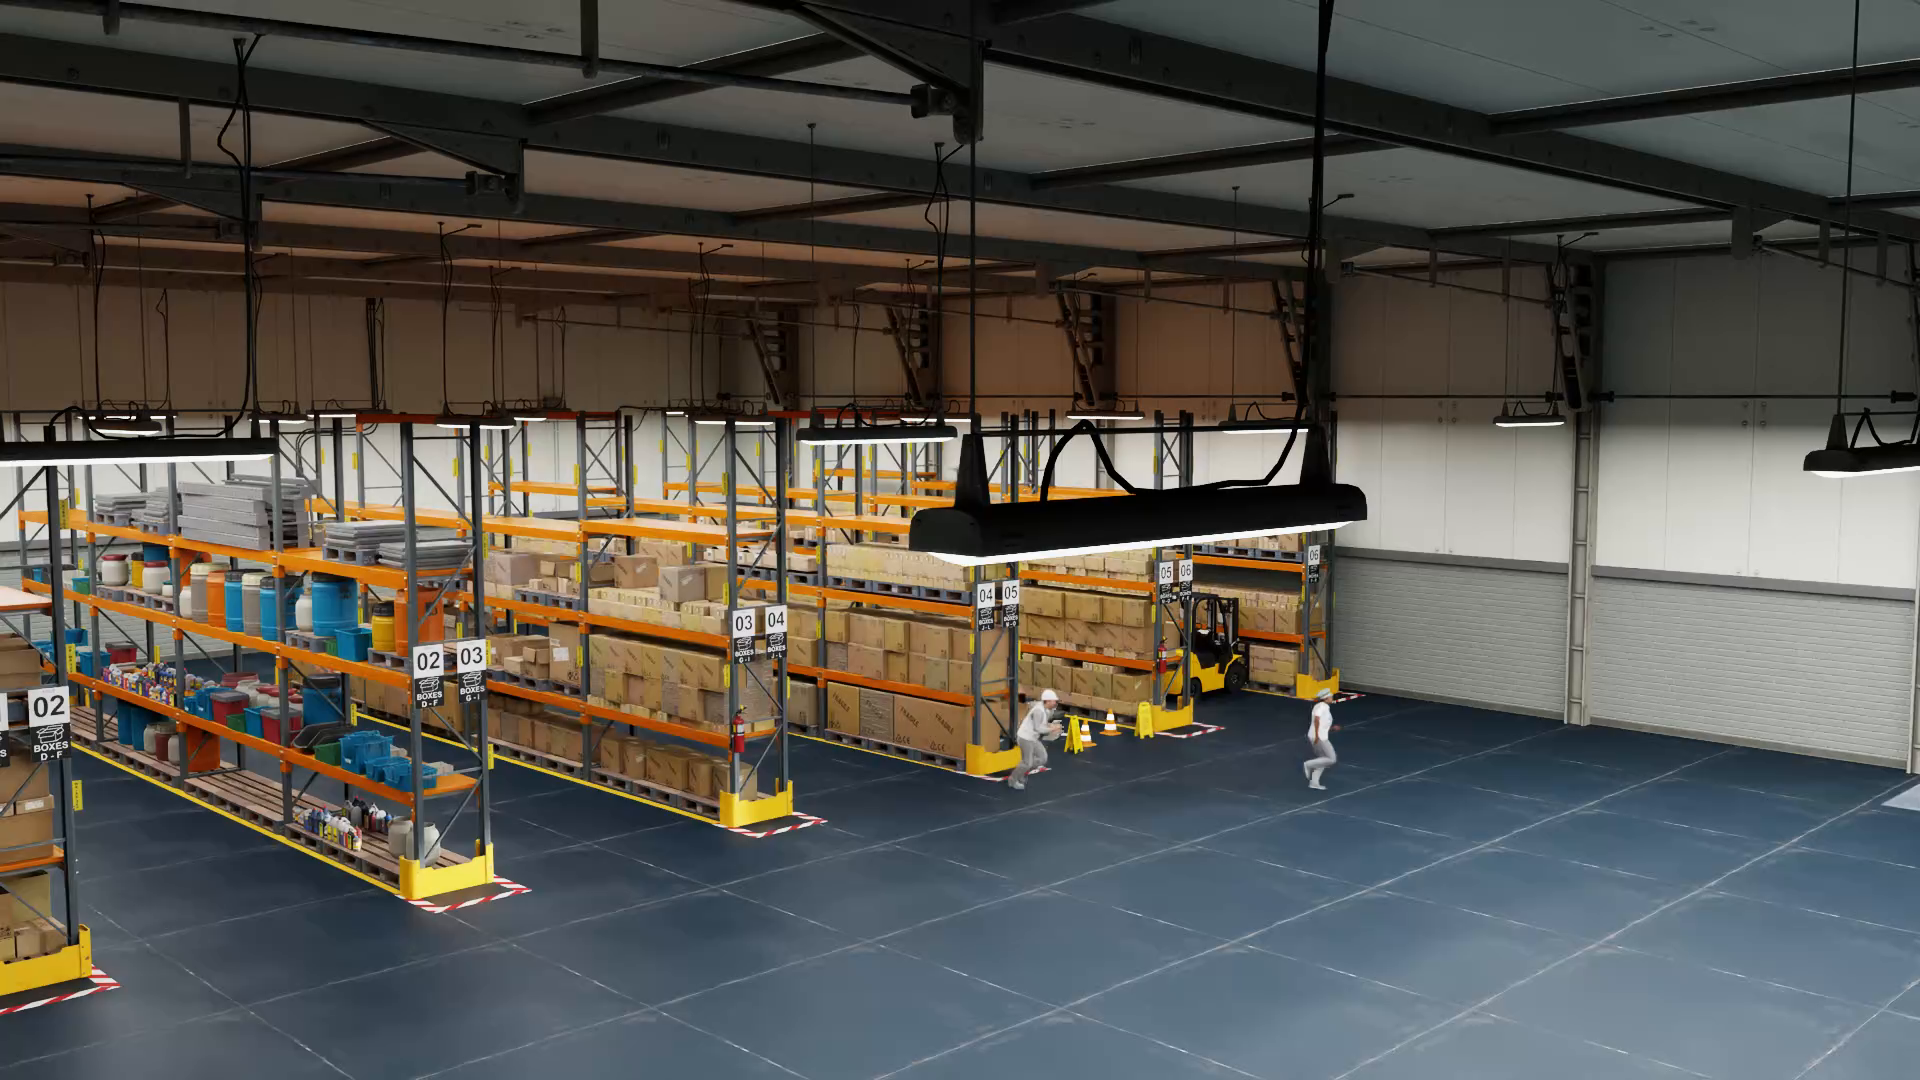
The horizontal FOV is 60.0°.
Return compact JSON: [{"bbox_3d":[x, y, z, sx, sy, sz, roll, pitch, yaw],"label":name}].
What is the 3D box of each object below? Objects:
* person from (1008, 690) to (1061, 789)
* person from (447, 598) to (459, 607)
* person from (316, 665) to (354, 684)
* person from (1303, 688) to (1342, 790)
[{"bbox_3d":[1.213,3.176,26.795,0.879,1.567,0.684,1,5,14],"label":"person"},{"bbox_3d":[-11.836,2.127,38.659,0.732,1.748,0.727,-2,5,-23],"label":"person"},{"bbox_3d":[-11.567,2.732,30.976,0.652,1.805,0.983,-5,7,-45],"label":"person"},{"bbox_3d":[5.847,3.201,26.769,0.633,1.648,0.616,0,5,-1],"label":"person"}]
